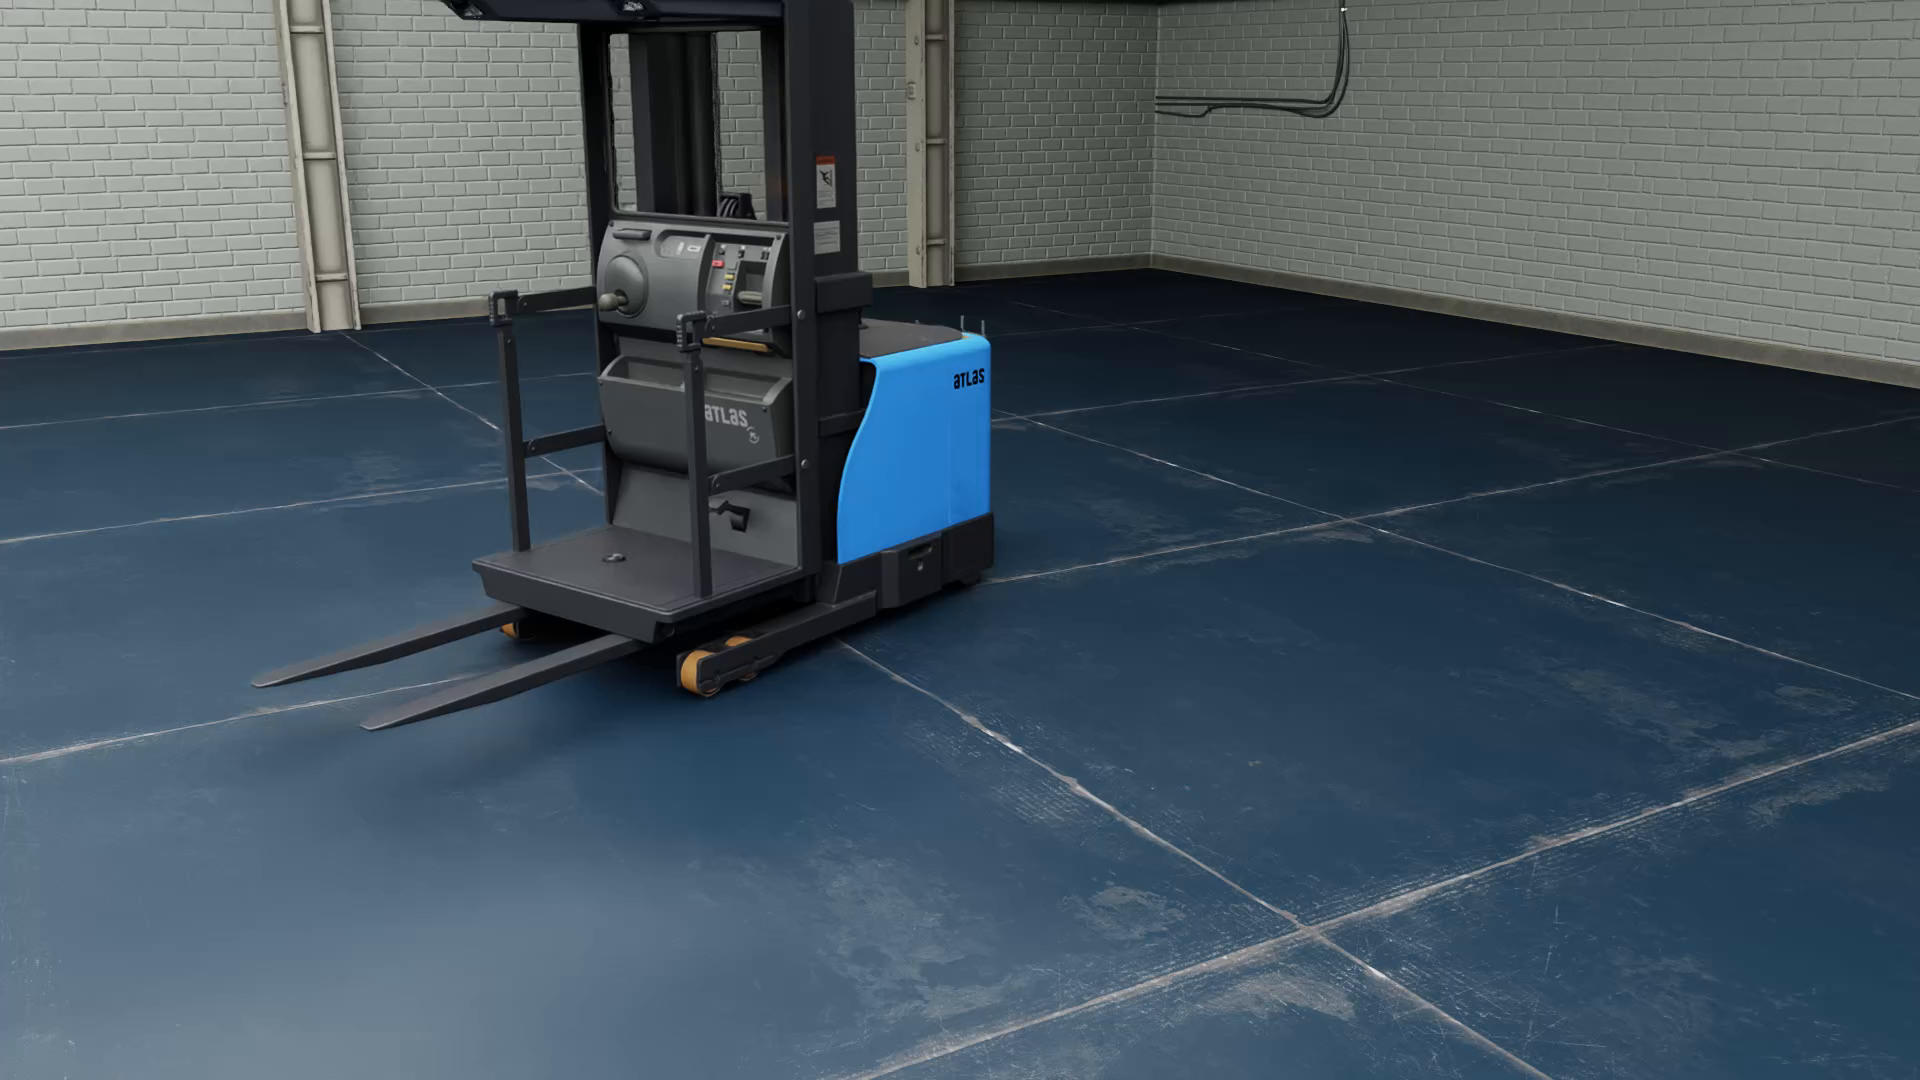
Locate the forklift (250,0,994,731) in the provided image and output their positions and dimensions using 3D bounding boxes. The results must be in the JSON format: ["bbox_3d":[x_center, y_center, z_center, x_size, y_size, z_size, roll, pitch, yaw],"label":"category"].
[{"bbox_3d":[-1.141,-1.002,6.055,1.130,2.935,3.031,11,19,35],"label":"forklift"}]

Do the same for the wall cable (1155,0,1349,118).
[{"bbox_3d":[2.906,-5.615,17.023,0.112,2.526,3.097,-9,18,-30],"label":"wall cable"}]

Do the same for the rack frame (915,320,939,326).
[{"bbox_3d":[-0.150,-0.481,7.681,0.008,1.050,0.200,-9,18,-30],"label":"rack frame"}]

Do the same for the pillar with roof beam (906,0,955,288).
[{"bbox_3d":[1.917,-6.011,12.681,0.400,9.000,9.100,-9,18,-30],"label":"pillar with roof beam"}]

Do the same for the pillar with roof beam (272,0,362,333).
[{"bbox_3d":[-3.226,-5.177,9.706,0.400,9.000,9.100,-9,18,-30],"label":"pillar with roof beam"}]

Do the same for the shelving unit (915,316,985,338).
[{"bbox_3d":[-0.046,-0.498,7.742,0.252,1.050,0.215,-9,18,-30],"label":"shelving unit"}]

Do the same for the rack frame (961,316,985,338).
[{"bbox_3d":[0.059,-0.515,7.802,0.008,1.050,0.200,-9,18,-30],"label":"rack frame"}]
